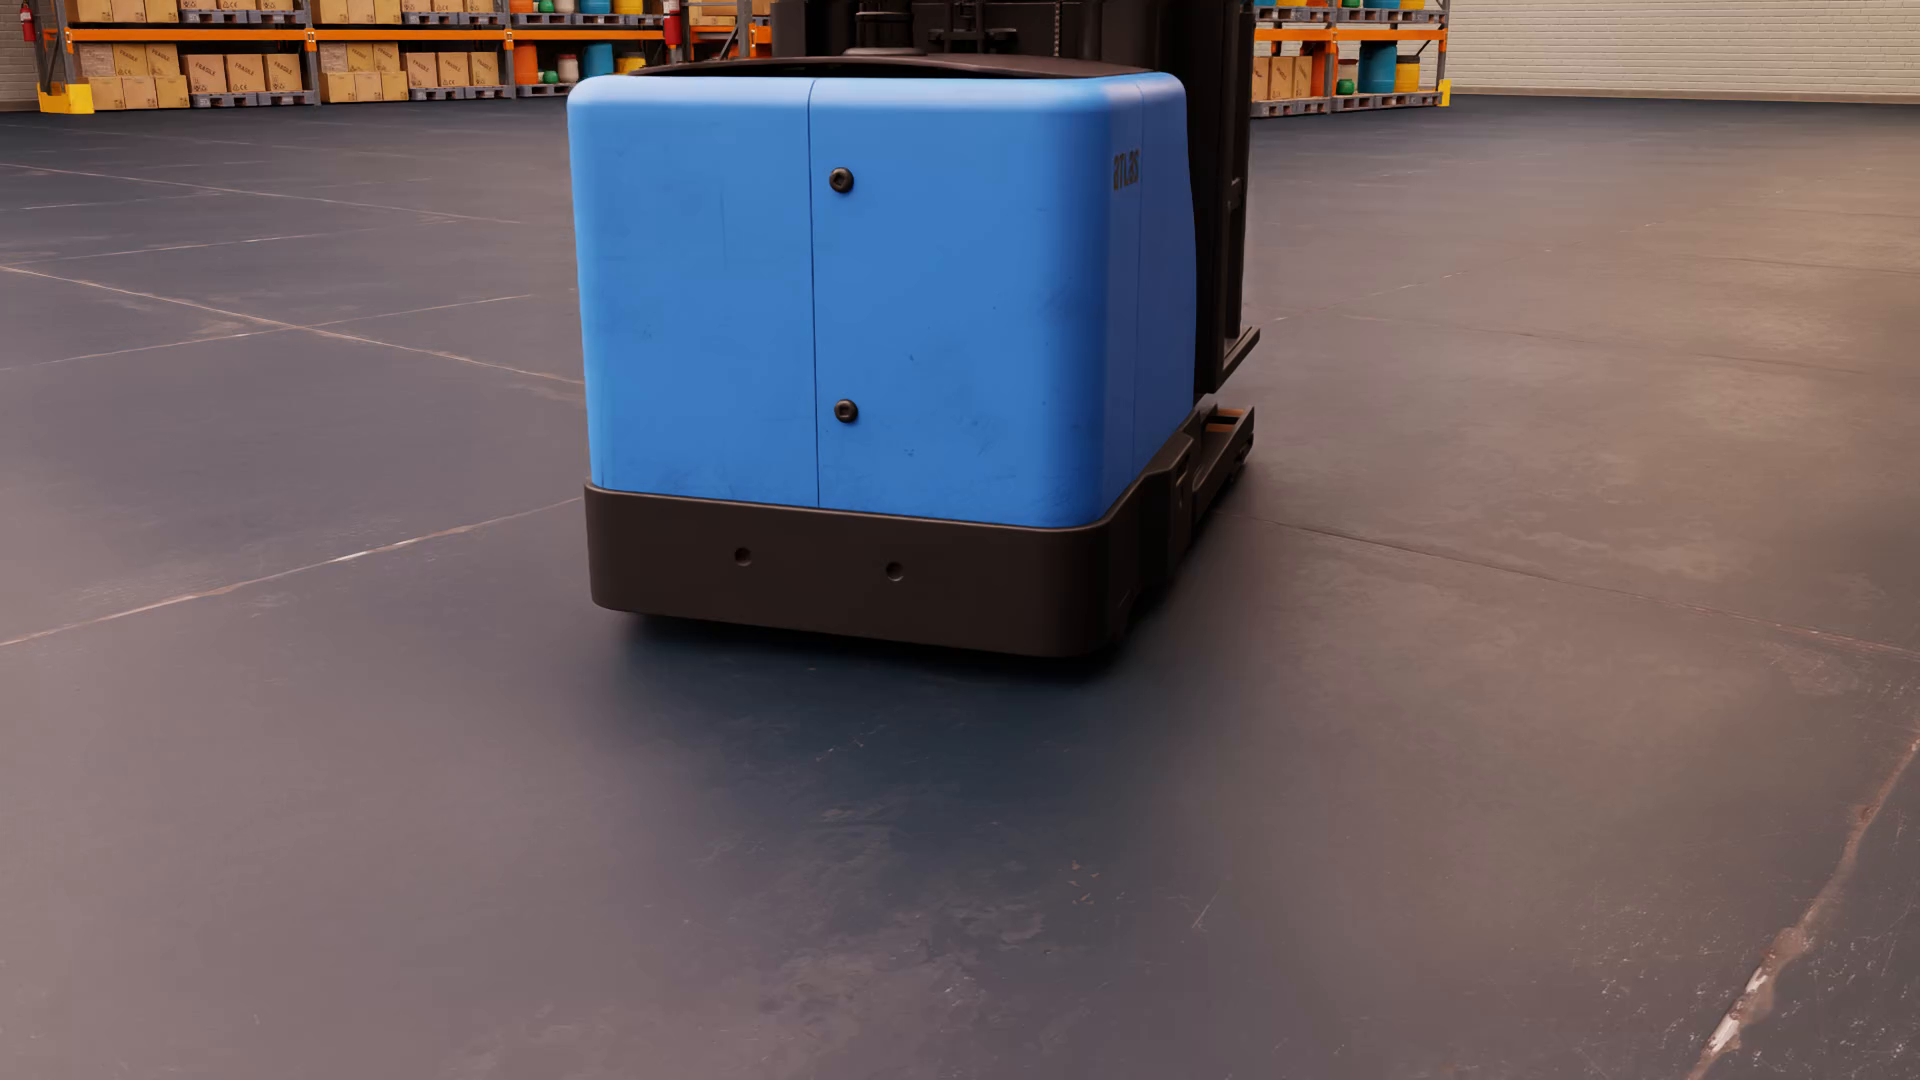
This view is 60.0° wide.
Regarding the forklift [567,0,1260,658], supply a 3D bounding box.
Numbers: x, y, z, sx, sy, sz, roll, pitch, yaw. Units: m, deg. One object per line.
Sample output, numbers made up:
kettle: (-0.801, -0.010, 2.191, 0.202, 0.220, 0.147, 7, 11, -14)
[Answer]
forklift: (0.189, -1.578, 4.095, 1.130, 2.935, 3.031, 5, 18, 17)
